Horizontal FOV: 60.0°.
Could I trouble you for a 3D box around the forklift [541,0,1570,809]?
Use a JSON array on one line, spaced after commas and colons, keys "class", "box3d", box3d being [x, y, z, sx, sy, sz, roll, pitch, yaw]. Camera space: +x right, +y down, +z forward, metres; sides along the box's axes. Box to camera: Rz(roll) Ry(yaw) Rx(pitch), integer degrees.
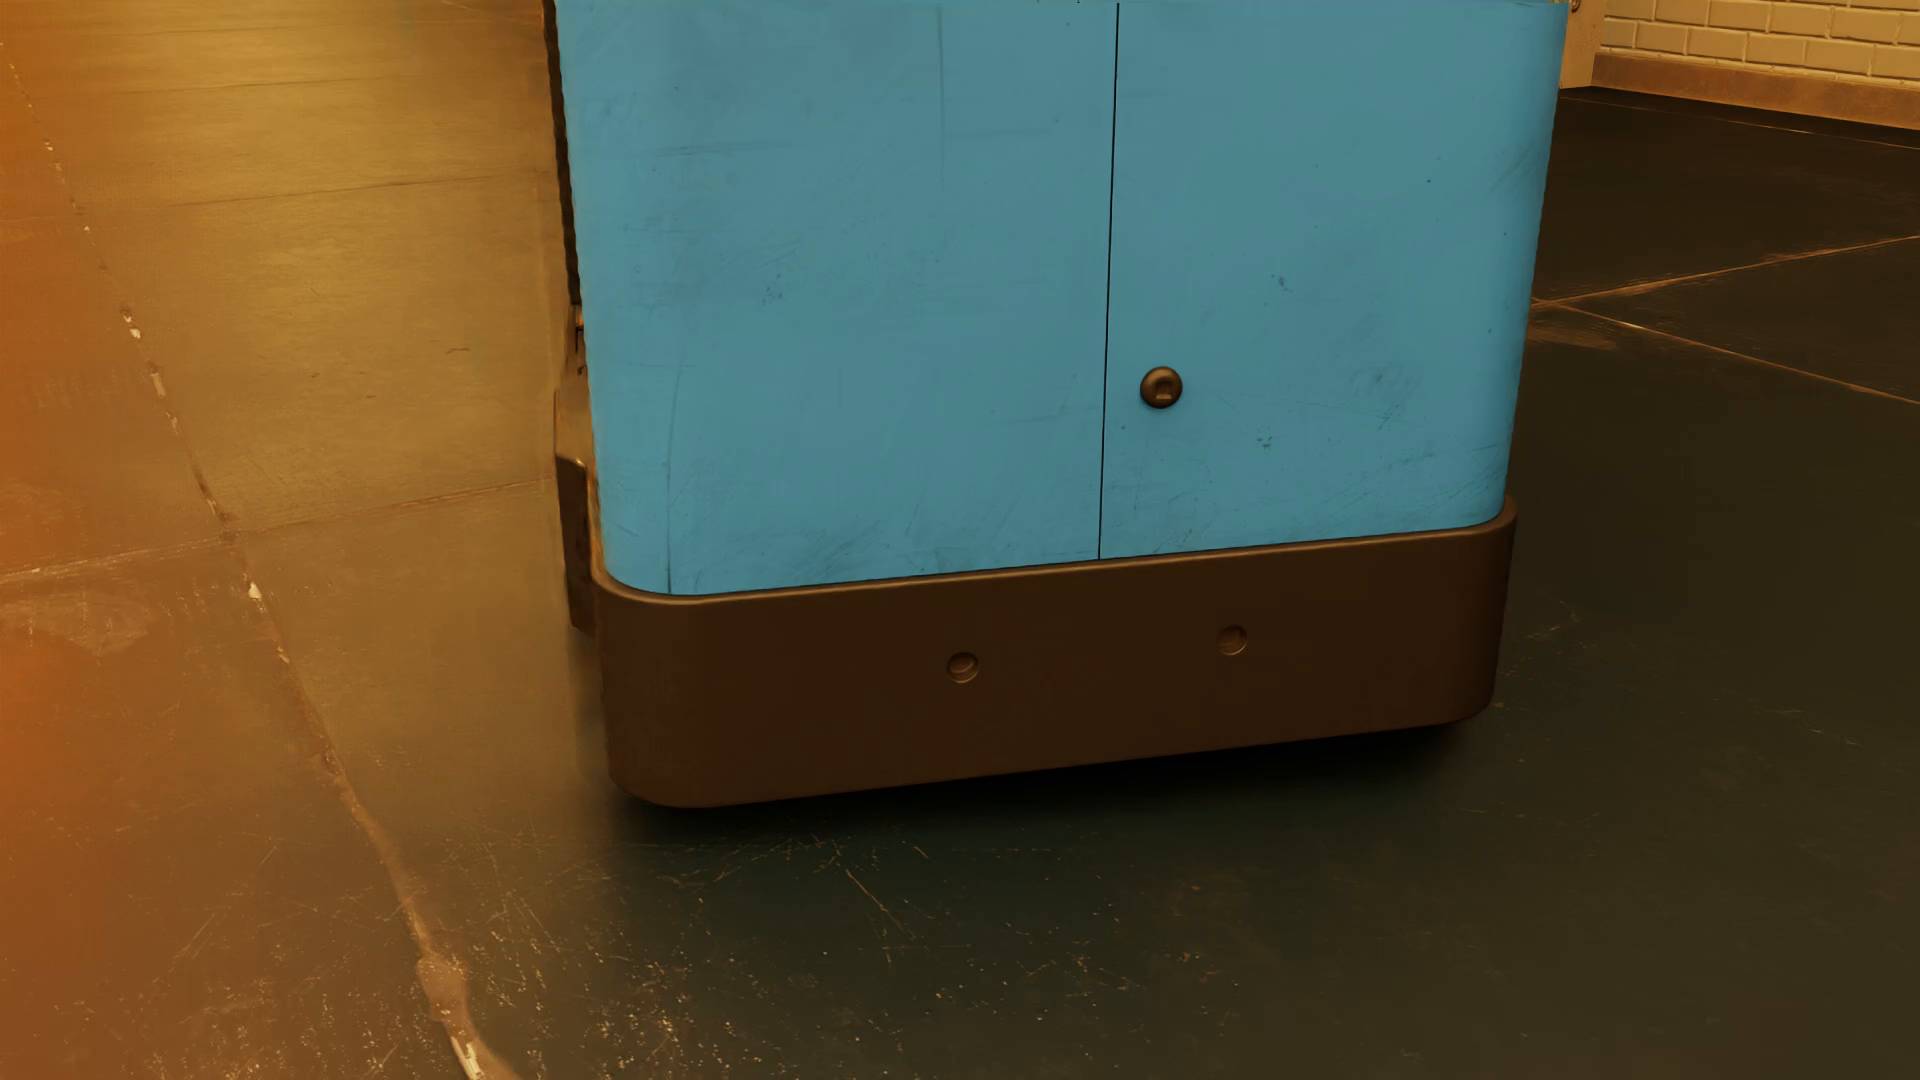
[{"class": "forklift", "box3d": [-0.179, -1.602, 2.678, 1.130, 2.935, 3.031, -5, 23, -12]}]
